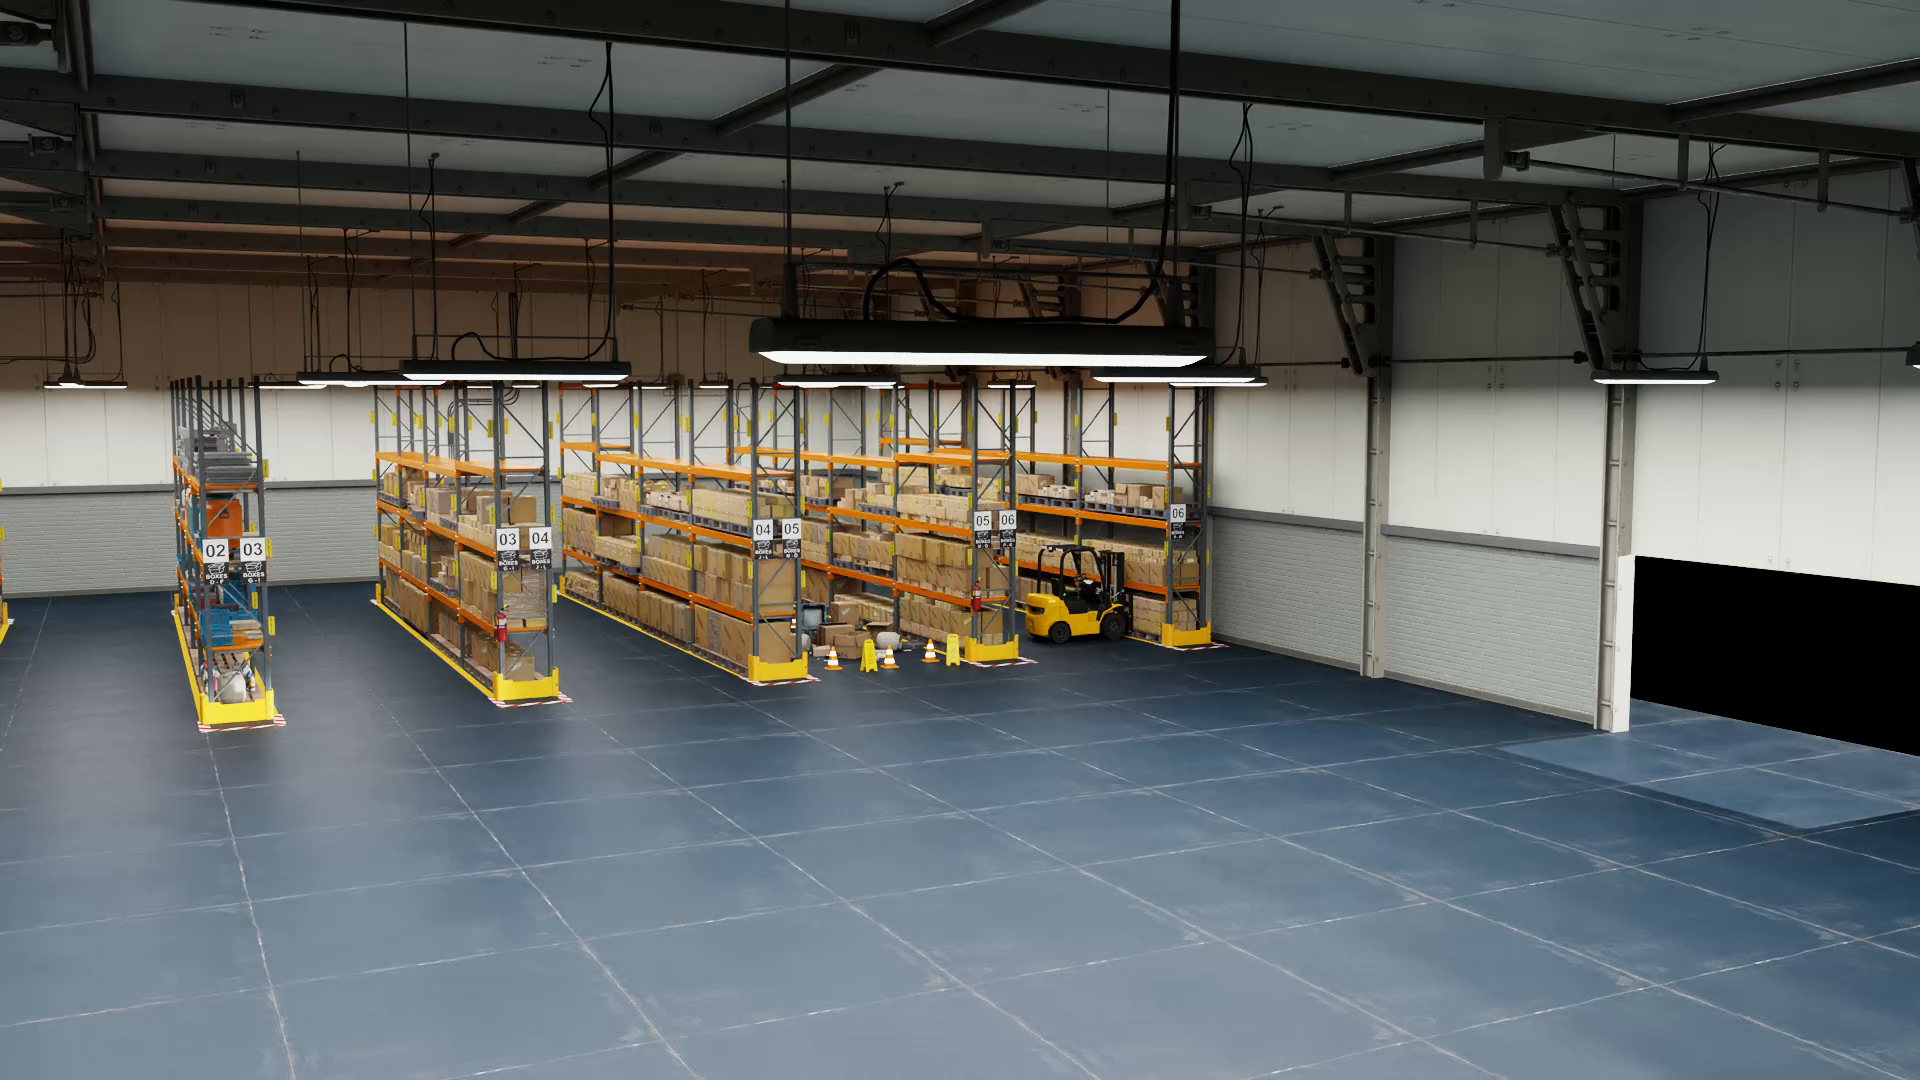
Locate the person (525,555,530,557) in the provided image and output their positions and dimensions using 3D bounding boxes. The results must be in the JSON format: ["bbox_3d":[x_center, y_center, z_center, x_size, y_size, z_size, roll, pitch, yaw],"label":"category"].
[{"bbox_3d":[-11.448,0.854,44.694,0.648,1.801,0.872,-1,5,-16],"label":"person"}]

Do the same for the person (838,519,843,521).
[{"bbox_3d":[-3.439,0.304,47.639,0.703,1.824,0.890,-3,6,-27],"label":"person"}]
